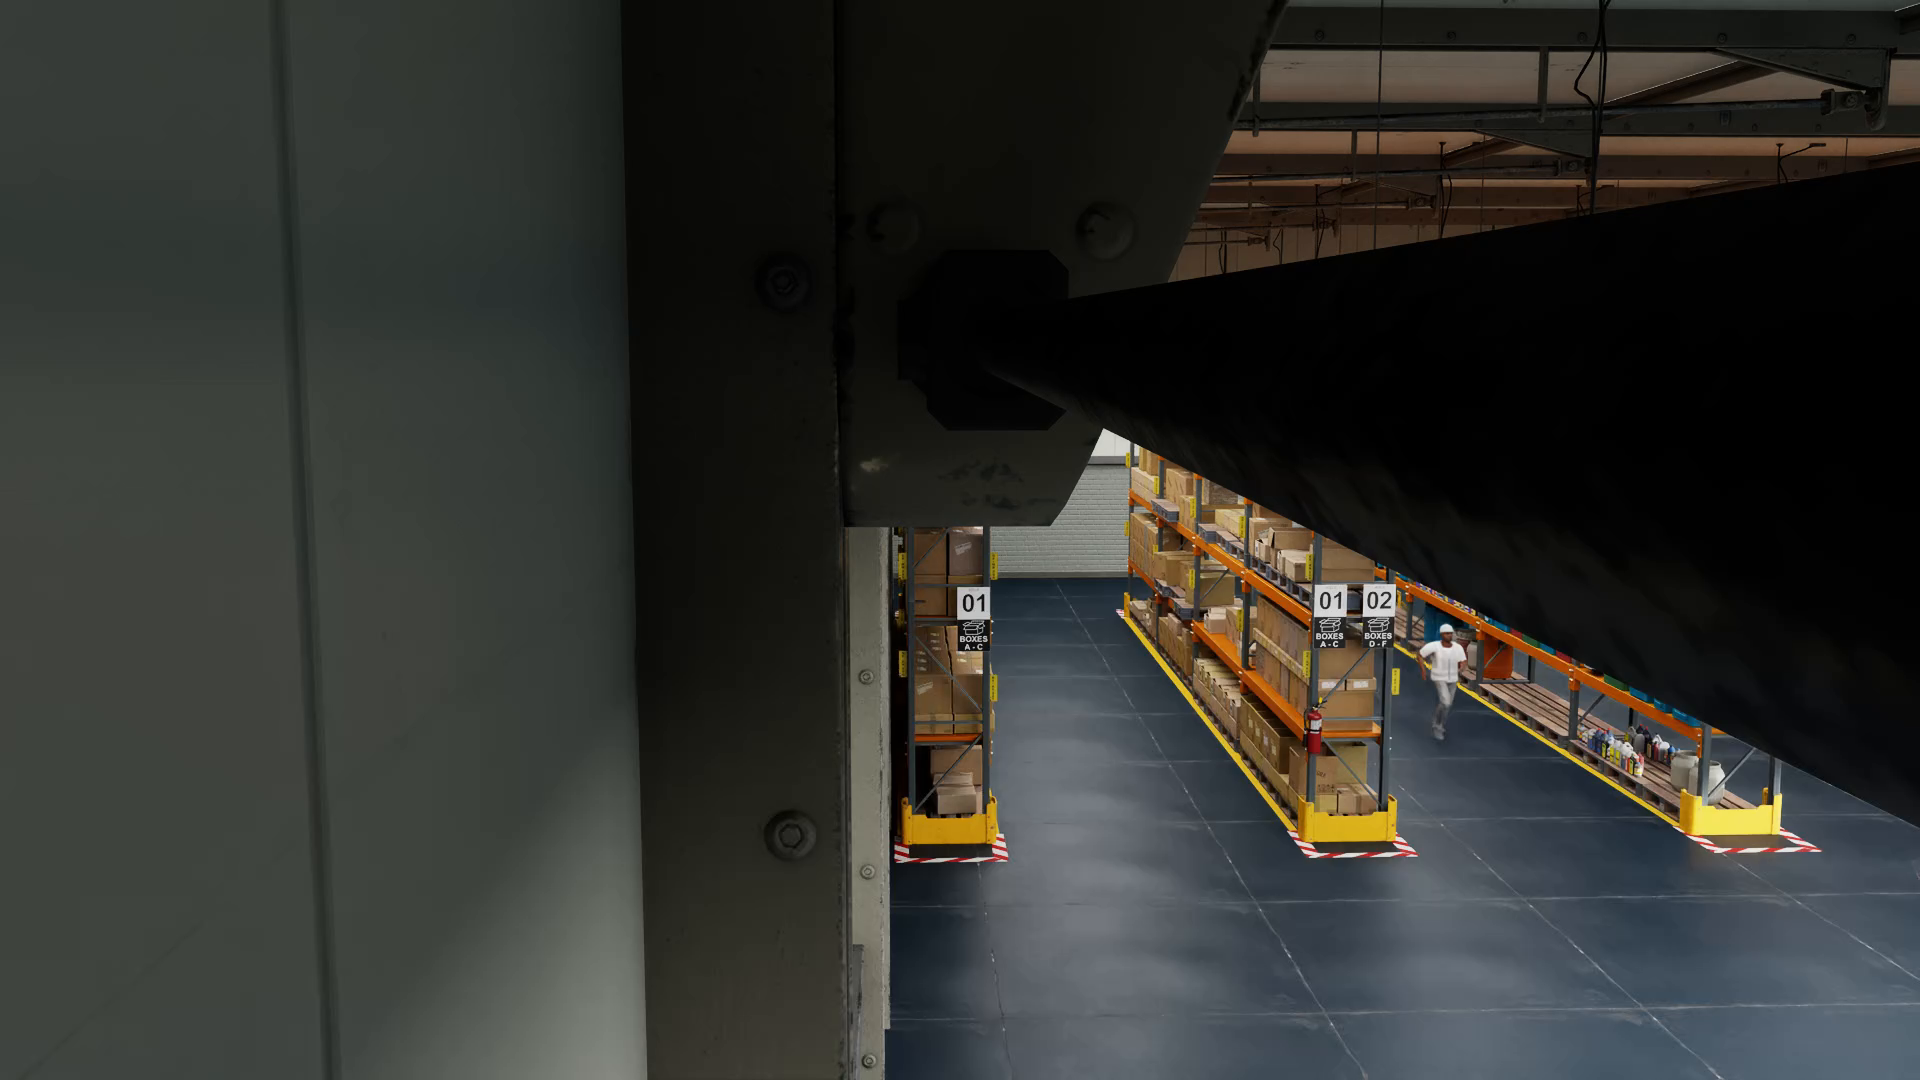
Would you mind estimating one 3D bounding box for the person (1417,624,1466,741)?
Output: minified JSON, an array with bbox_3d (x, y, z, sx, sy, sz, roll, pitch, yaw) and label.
[{"bbox_3d":[7.465,2.188,25.607,0.671,1.801,0.728,-2,8,-14],"label":"person"}]
